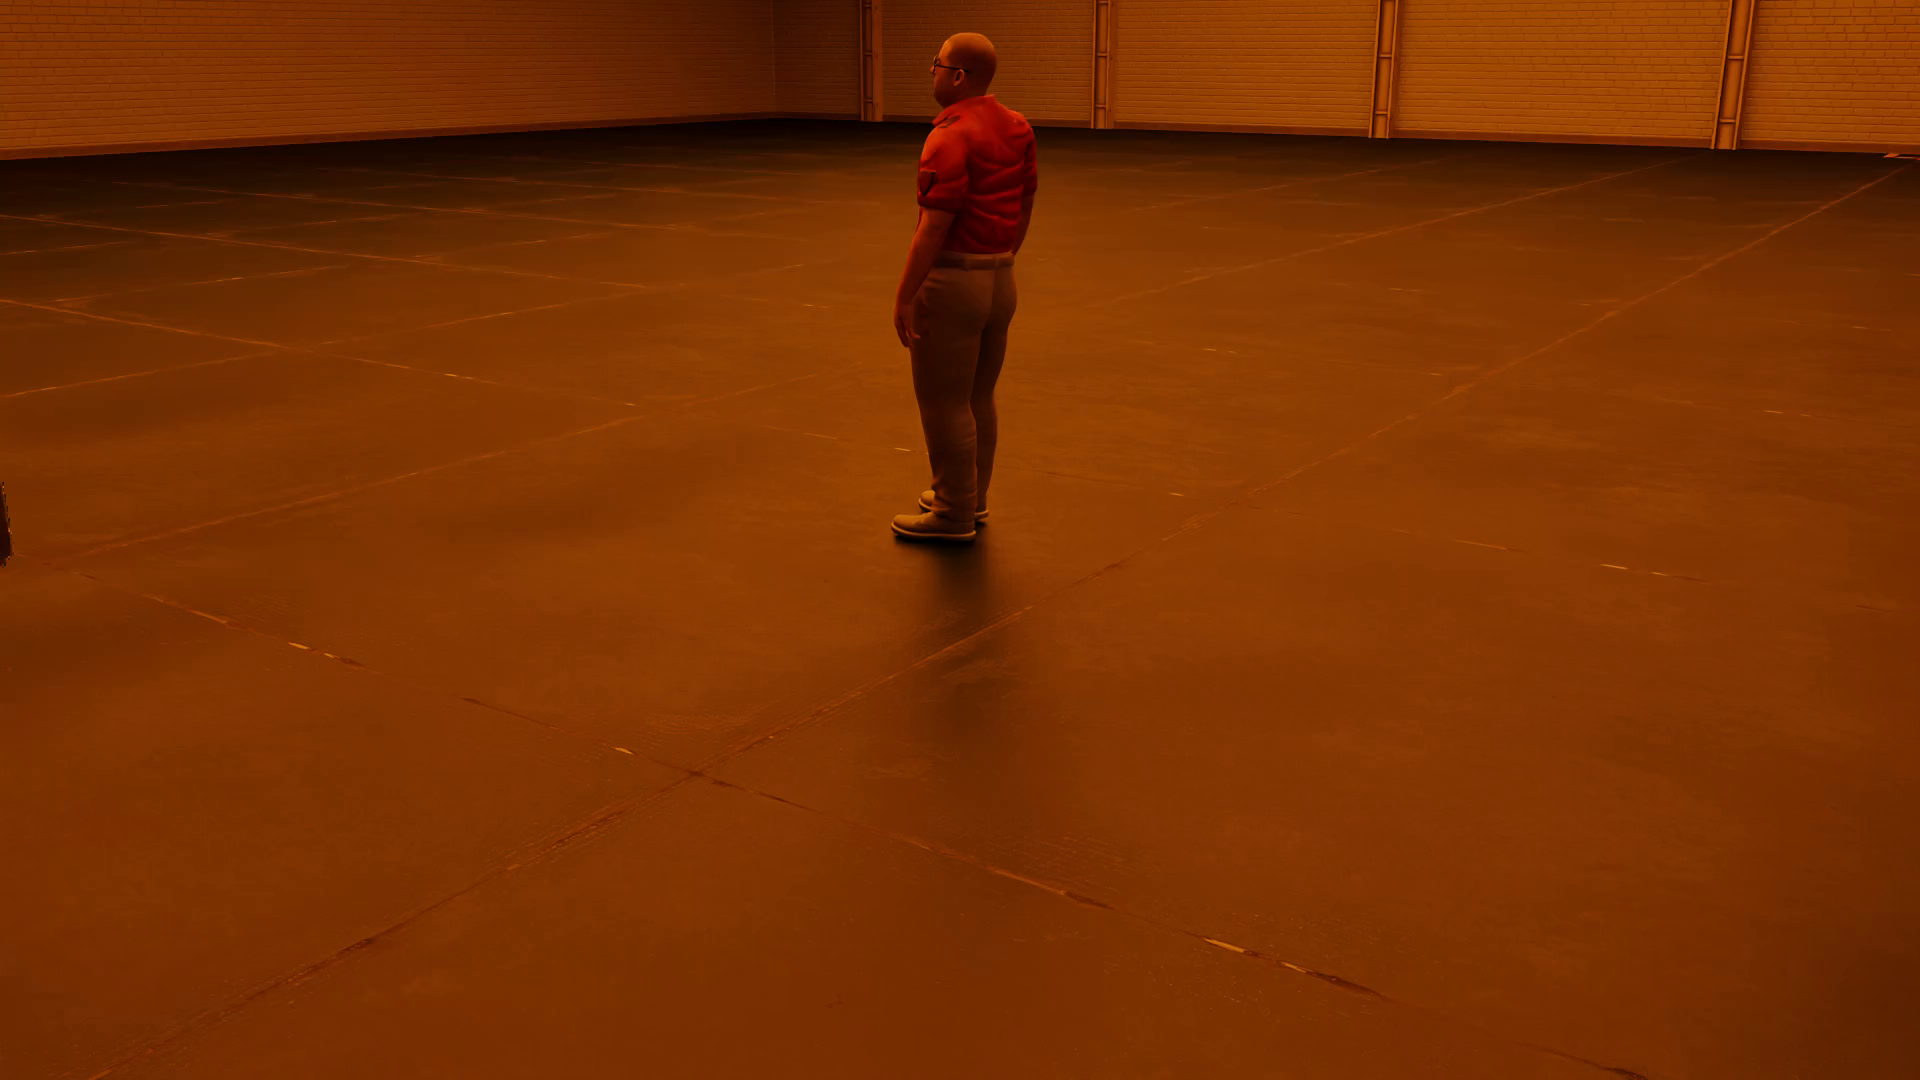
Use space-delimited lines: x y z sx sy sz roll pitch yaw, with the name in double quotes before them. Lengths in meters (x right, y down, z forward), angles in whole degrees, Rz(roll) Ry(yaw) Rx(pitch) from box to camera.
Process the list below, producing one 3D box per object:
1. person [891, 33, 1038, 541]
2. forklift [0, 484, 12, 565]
"person" -0.068 -0.853 5.756 0.550 1.727 0.642 11 20 33
"forklift" -4.506 -1.056 4.362 3.031 2.935 1.130 -5 17 -15
